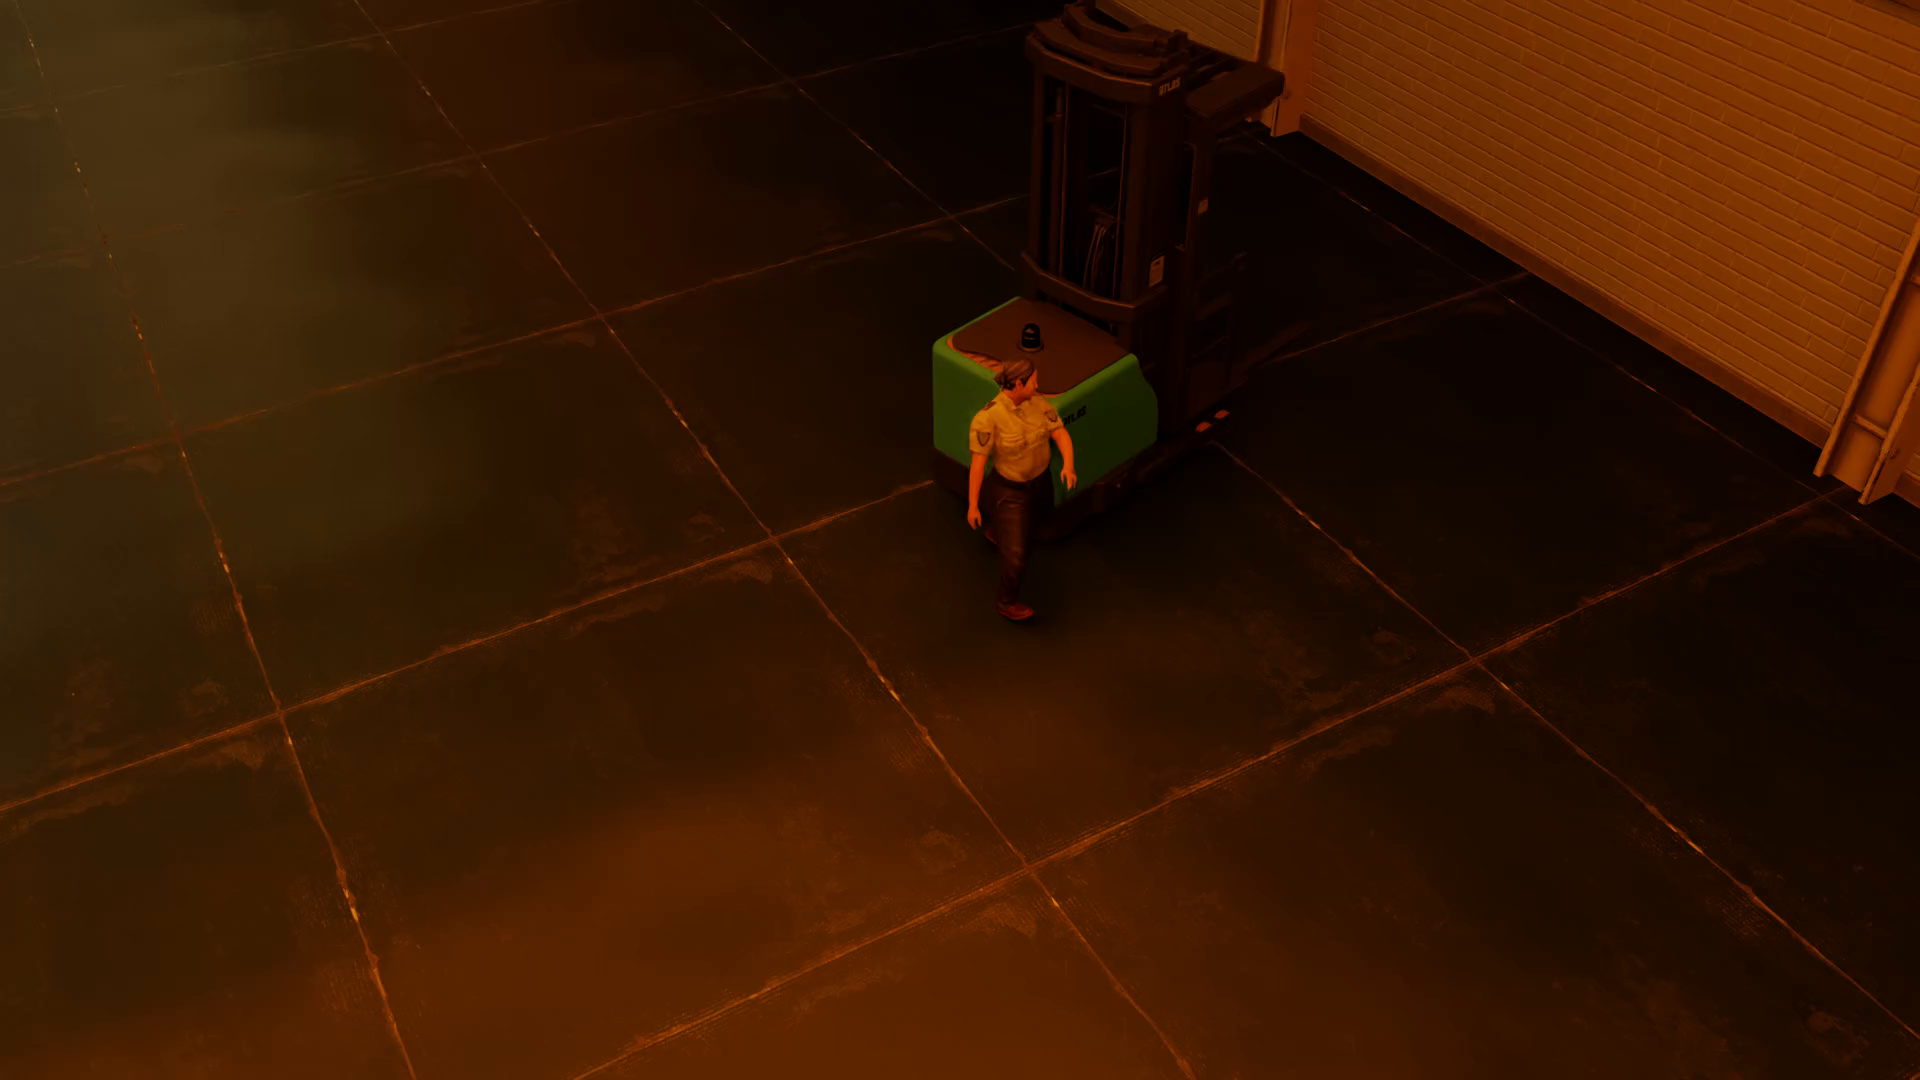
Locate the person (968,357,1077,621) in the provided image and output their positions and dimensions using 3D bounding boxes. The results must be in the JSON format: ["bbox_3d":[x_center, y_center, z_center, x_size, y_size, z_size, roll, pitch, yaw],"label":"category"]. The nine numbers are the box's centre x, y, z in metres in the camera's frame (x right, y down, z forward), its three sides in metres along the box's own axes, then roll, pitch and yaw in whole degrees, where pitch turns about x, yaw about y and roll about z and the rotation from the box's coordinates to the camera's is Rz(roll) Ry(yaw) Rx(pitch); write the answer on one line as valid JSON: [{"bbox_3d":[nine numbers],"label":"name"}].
[{"bbox_3d":[0.319,-0.272,9.476,0.831,1.534,0.738,27,47,29],"label":"person"}]

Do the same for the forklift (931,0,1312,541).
[{"bbox_3d":[1.209,-1.958,10.397,1.130,2.935,3.031,32,49,33],"label":"forklift"}]
